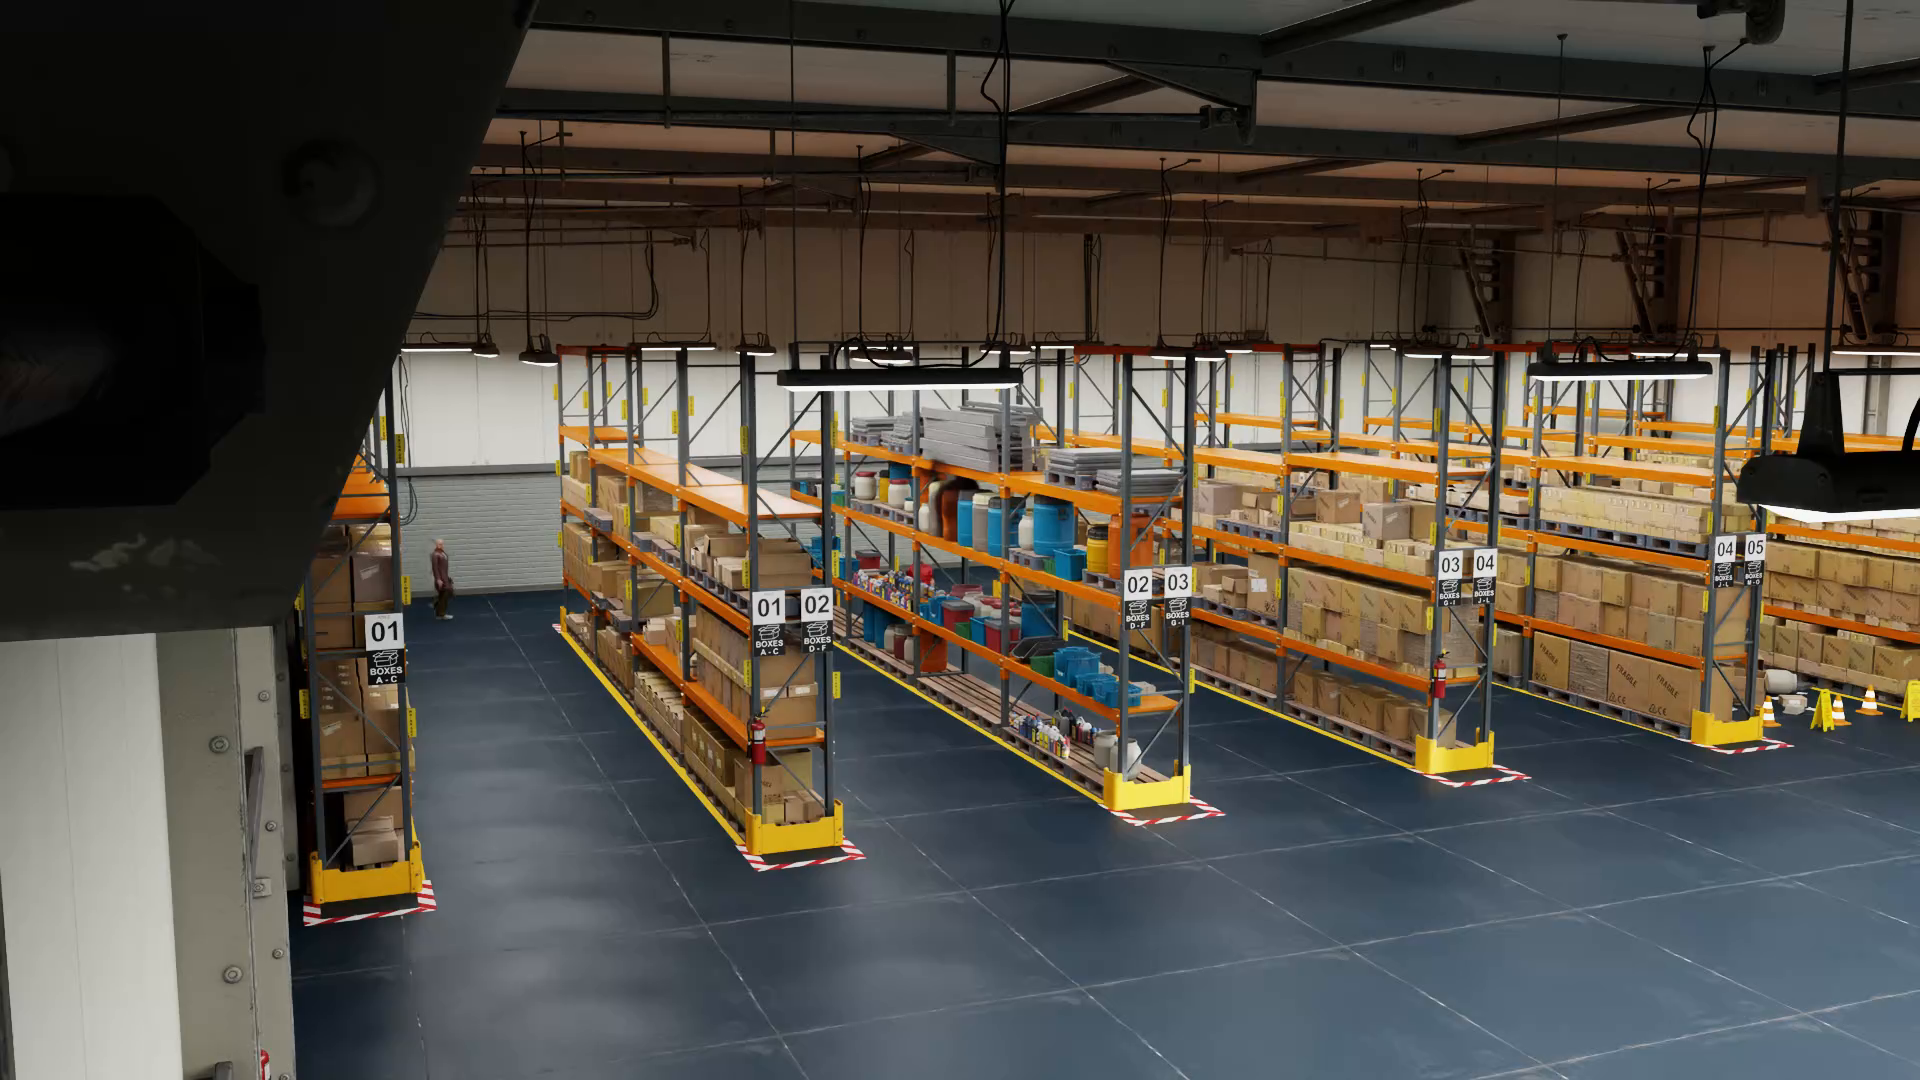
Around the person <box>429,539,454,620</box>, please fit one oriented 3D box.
[{"bbox_3d":[-11.288,0.847,36.148,0.549,1.765,0.631,-2,8,-16],"label":"person"}]

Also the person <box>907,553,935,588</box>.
[{"bbox_3d":[-0.810,1.103,34.593,0.550,1.681,0.980,-5,9,-32],"label":"person"}]
